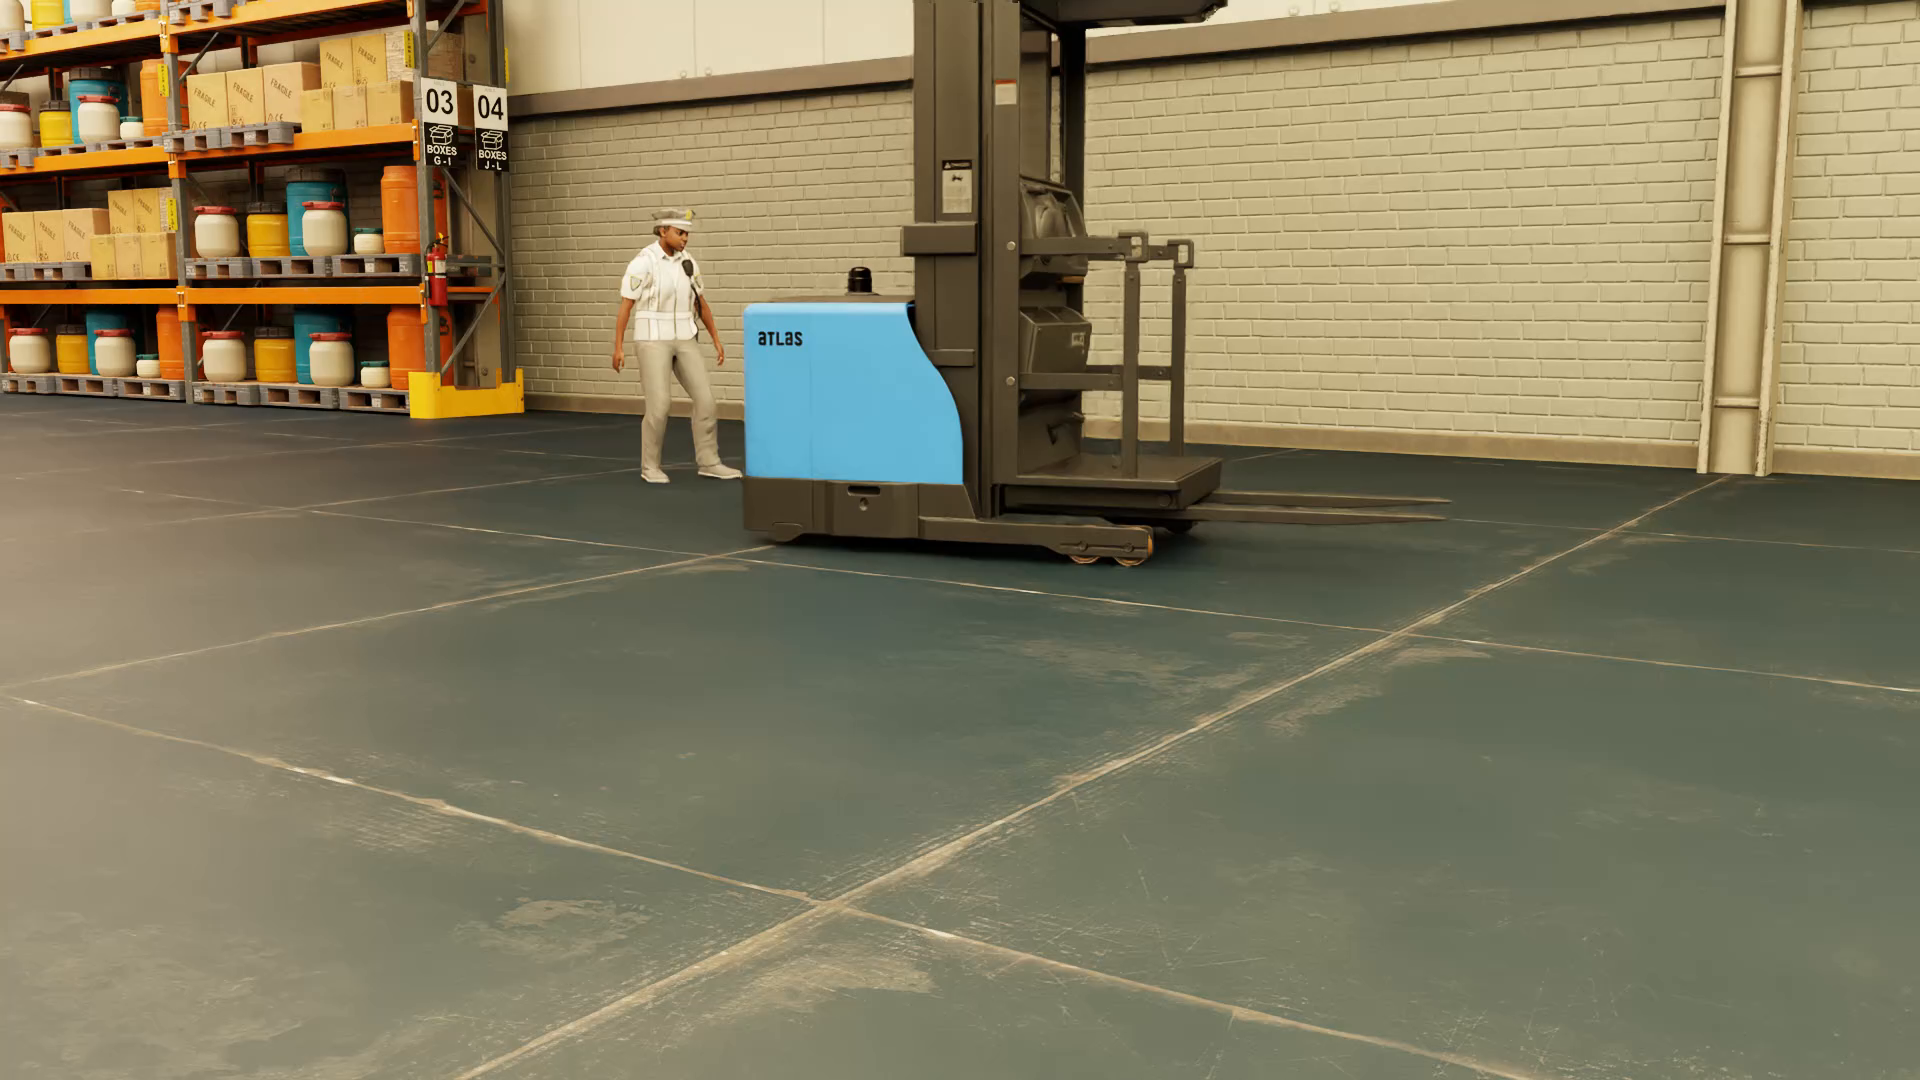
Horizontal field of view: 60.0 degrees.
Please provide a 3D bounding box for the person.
[{"bbox_3d":[-1.727,-1.169,10.050,0.754,1.634,0.384,-7,11,-40],"label":"person"}]

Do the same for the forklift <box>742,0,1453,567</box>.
[{"bbox_3d":[0.600,-1.426,7.219,3.031,2.935,1.130,3,9,18],"label":"forklift"}]
